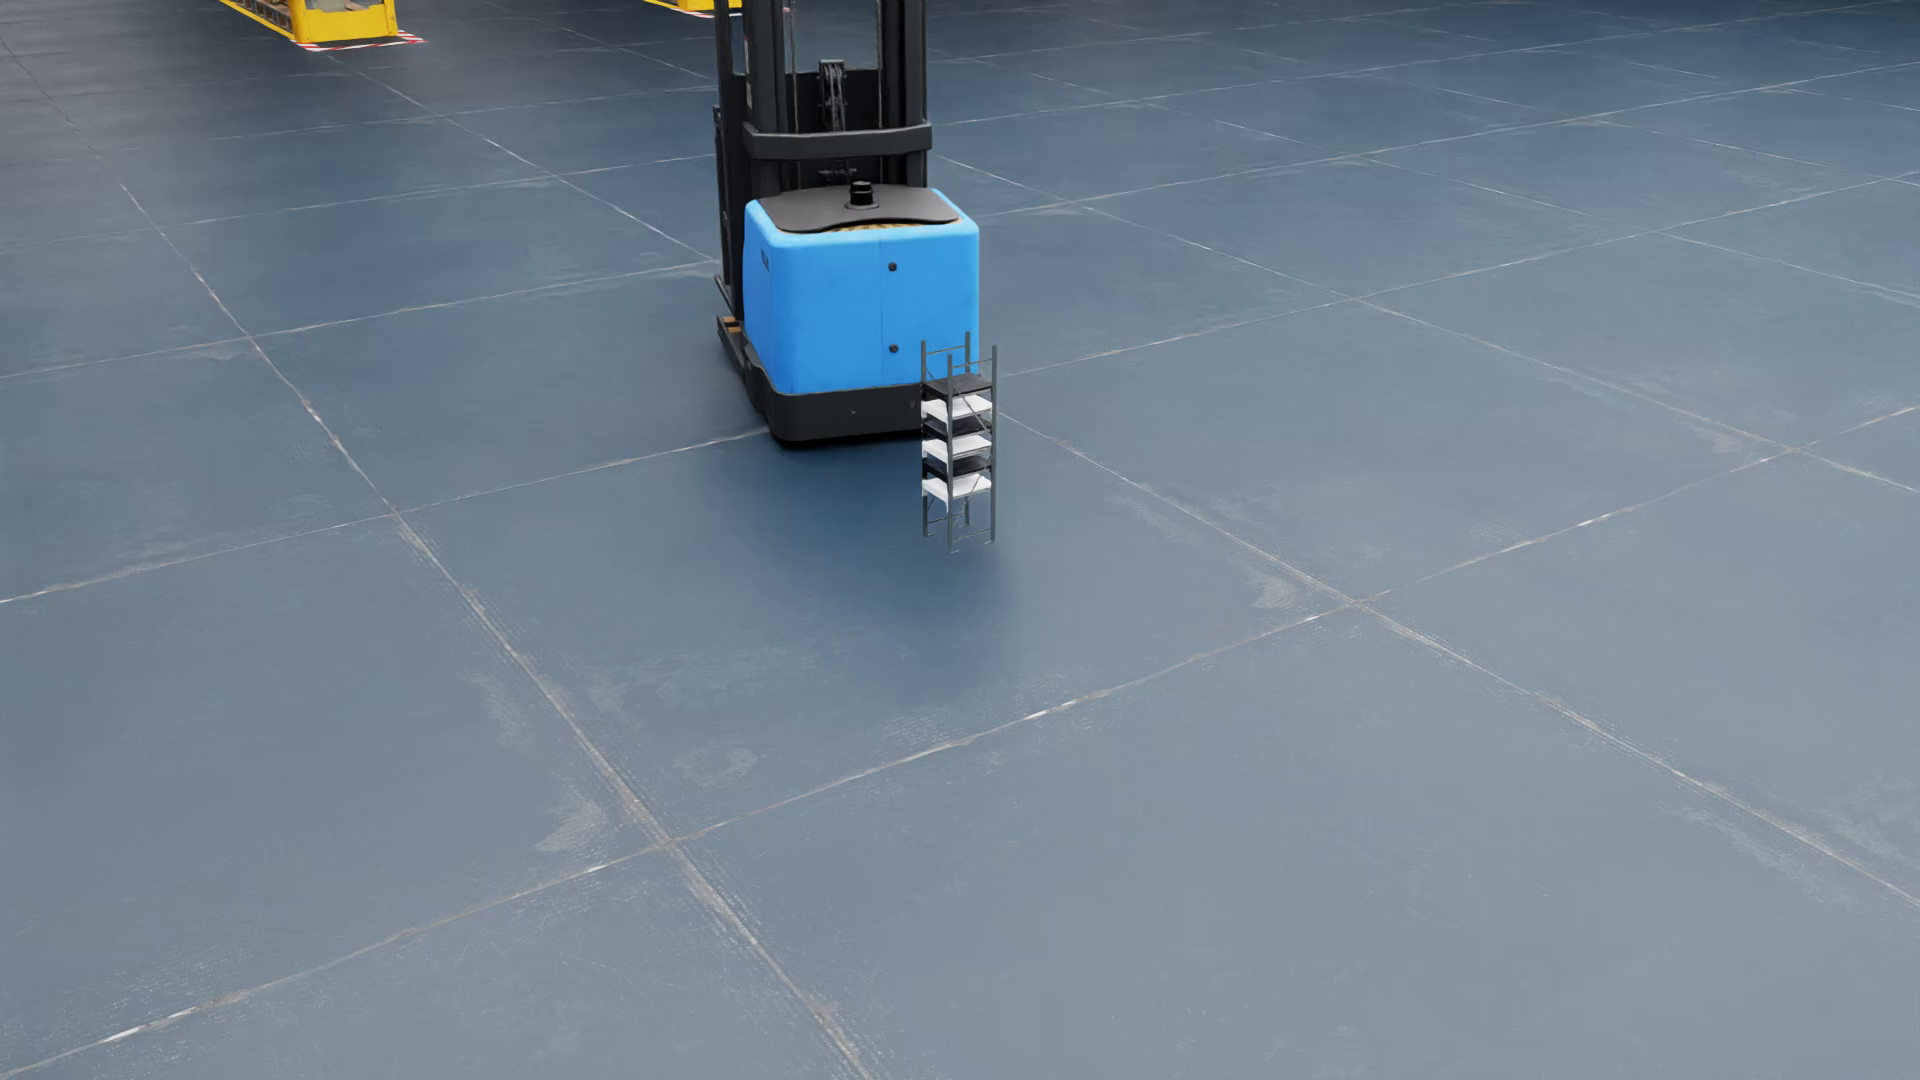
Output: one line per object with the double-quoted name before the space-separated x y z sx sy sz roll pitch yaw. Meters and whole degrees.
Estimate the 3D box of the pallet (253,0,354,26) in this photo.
"pallet" -8.530 -6.912 21.644 1.003 0.211 1.213 -16 29 -30

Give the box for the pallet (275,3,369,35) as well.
"pallet" -7.868 -6.476 20.721 1.003 0.211 1.213 -16 29 -30

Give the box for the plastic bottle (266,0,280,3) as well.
"plastic bottle" -8.832 -7.048 21.340 0.152 0.276 0.135 -15 29 -29

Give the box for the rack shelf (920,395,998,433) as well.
"rack shelf" -0.004 -0.542 7.001 0.258 0.077 0.200 -16 29 -30

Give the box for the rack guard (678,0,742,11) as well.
"rack guard" -3.239 -7.480 22.509 1.175 0.500 0.348 -16 29 -30

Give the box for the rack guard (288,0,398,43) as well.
"rack guard" -7.429 -6.315 20.041 1.175 0.500 0.348 -16 29 -30

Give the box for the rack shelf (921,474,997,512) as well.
"rack shelf" -0.004 -0.217 7.155 0.258 0.077 0.200 -16 29 -30

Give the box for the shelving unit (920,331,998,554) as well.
"shelving unit" -0.004 -0.410 7.064 0.258 0.900 0.210 -16 29 -30

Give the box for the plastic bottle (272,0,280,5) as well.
"plastic bottle" -8.718 -6.917 21.152 0.097 0.201 0.097 0 25 0

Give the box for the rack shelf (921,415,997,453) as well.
"rack shelf" -0.004 -0.461 7.040 0.258 0.077 0.200 -16 29 -30

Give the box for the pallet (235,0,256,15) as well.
"pallet" -9.200 -7.349 22.570 1.003 0.211 1.213 -16 29 -30

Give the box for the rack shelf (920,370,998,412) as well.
"rack shelf" -0.004 -0.624 6.963 0.258 0.077 0.200 -16 29 -30

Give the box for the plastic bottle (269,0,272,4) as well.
"plastic bottle" -8.797 -6.992 21.214 0.061 0.283 0.133 -15 29 -28

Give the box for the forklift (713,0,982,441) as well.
"forklift" -0.780 -2.413 8.928 1.130 2.935 3.031 -7 26 -14

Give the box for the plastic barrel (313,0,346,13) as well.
"plastic barrel" -7.771 -6.711 20.376 0.421 0.512 0.421 0 25 0

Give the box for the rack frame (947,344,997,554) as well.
"rack frame" 0.051 -0.373 6.987 0.240 0.900 0.006 -16 29 -30

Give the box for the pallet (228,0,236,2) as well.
"pallet" -9.993 -7.871 23.675 1.003 0.211 1.213 -16 29 -30

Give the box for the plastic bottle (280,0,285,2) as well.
"plastic bottle" -8.743 -7.076 21.392 0.061 0.283 0.133 -16 29 -30

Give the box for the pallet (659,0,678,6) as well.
"pallet" -3.653 -7.648 23.204 1.003 0.211 1.213 -16 29 -30

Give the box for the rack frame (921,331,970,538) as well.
"rack frame" -0.060 -0.446 7.141 0.240 0.900 0.006 -16 29 -30

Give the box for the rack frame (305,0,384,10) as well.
"rack frame" -7.348 -7.429 19.473 1.000 3.000 0.127 -16 29 -30

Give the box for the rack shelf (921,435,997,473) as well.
"rack shelf" -0.004 -0.380 7.078 0.258 0.077 0.200 -16 29 -30

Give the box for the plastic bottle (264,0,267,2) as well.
"plastic bottle" -8.908 -7.097 21.445 0.152 0.276 0.135 -16 30 -31

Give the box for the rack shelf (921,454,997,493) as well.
"rack shelf" -0.004 -0.298 7.117 0.258 0.077 0.200 -16 29 -30
